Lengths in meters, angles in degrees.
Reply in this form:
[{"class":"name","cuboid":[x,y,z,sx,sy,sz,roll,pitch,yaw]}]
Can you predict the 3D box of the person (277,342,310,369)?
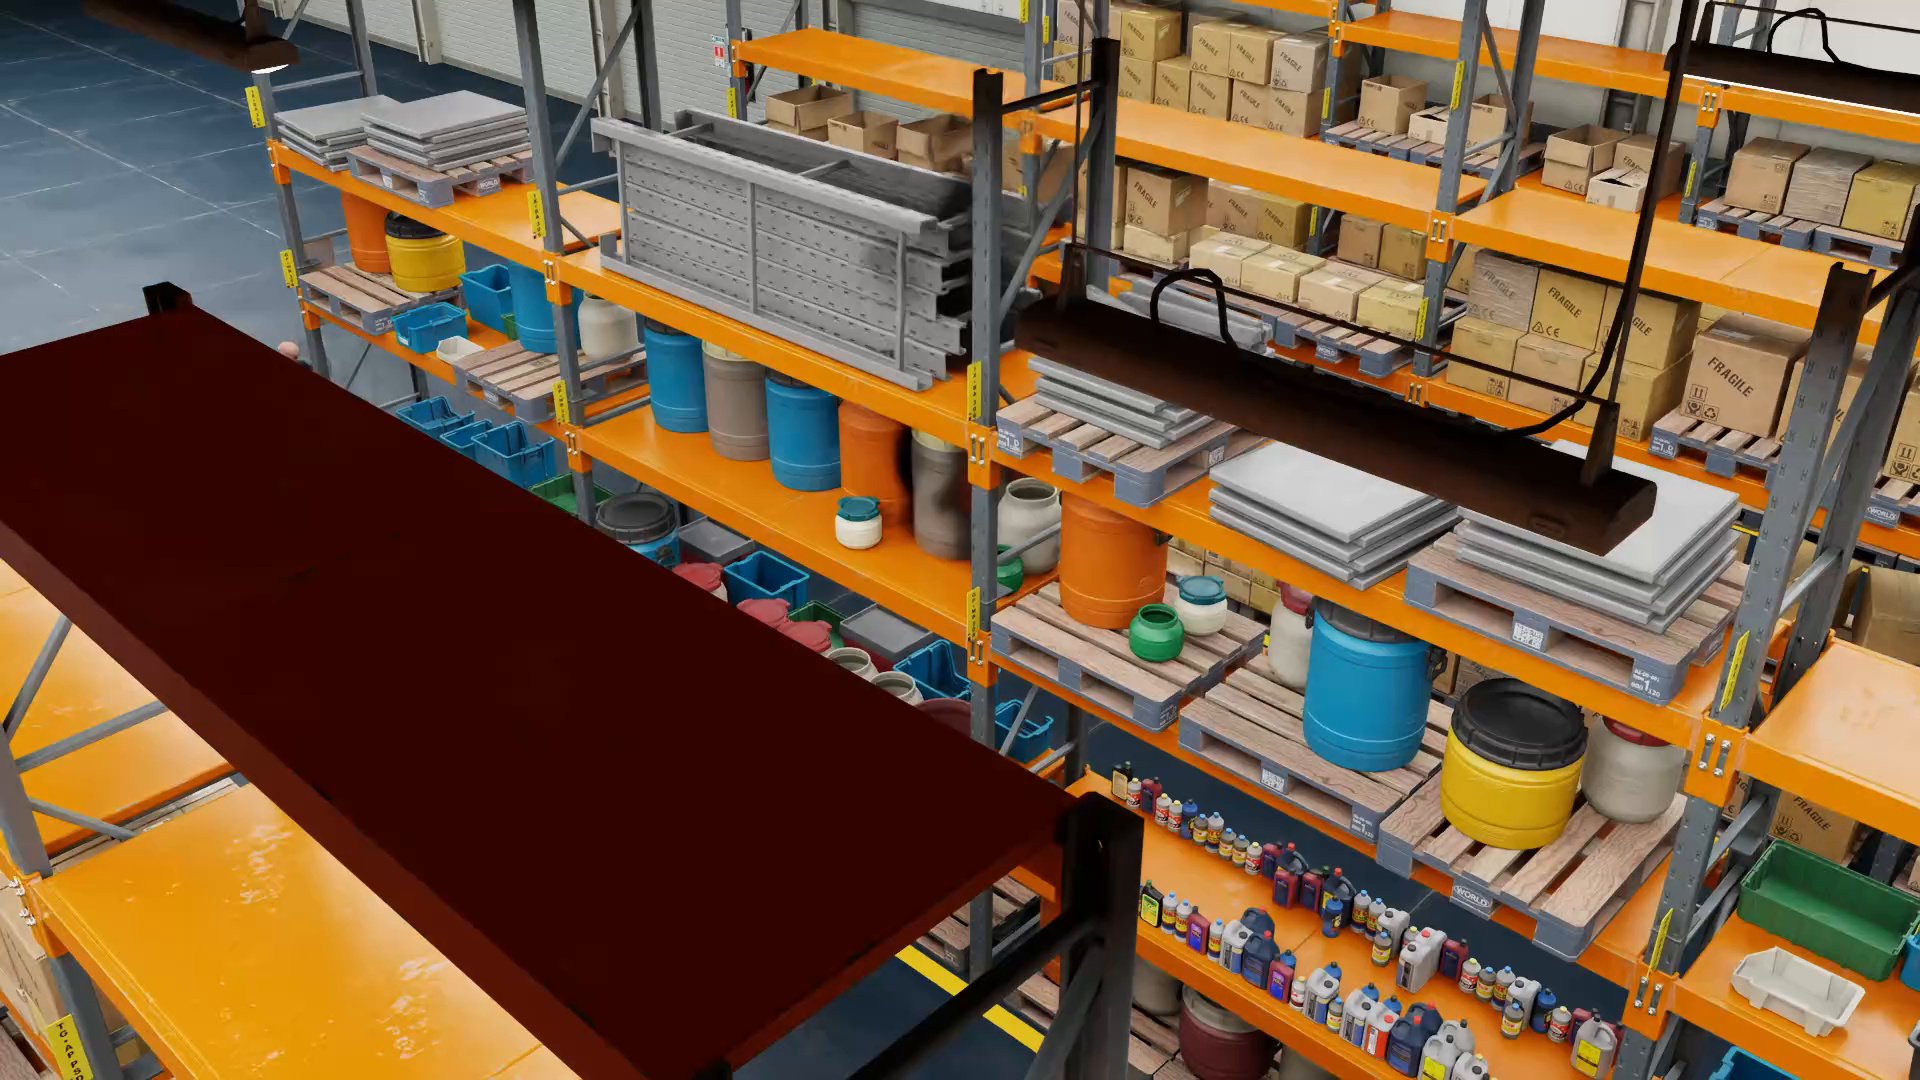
[{"class":"person","cuboid":[-6.544,-1.173,16.587,0.775,1.729,0.659,-5,30,-9]}]
